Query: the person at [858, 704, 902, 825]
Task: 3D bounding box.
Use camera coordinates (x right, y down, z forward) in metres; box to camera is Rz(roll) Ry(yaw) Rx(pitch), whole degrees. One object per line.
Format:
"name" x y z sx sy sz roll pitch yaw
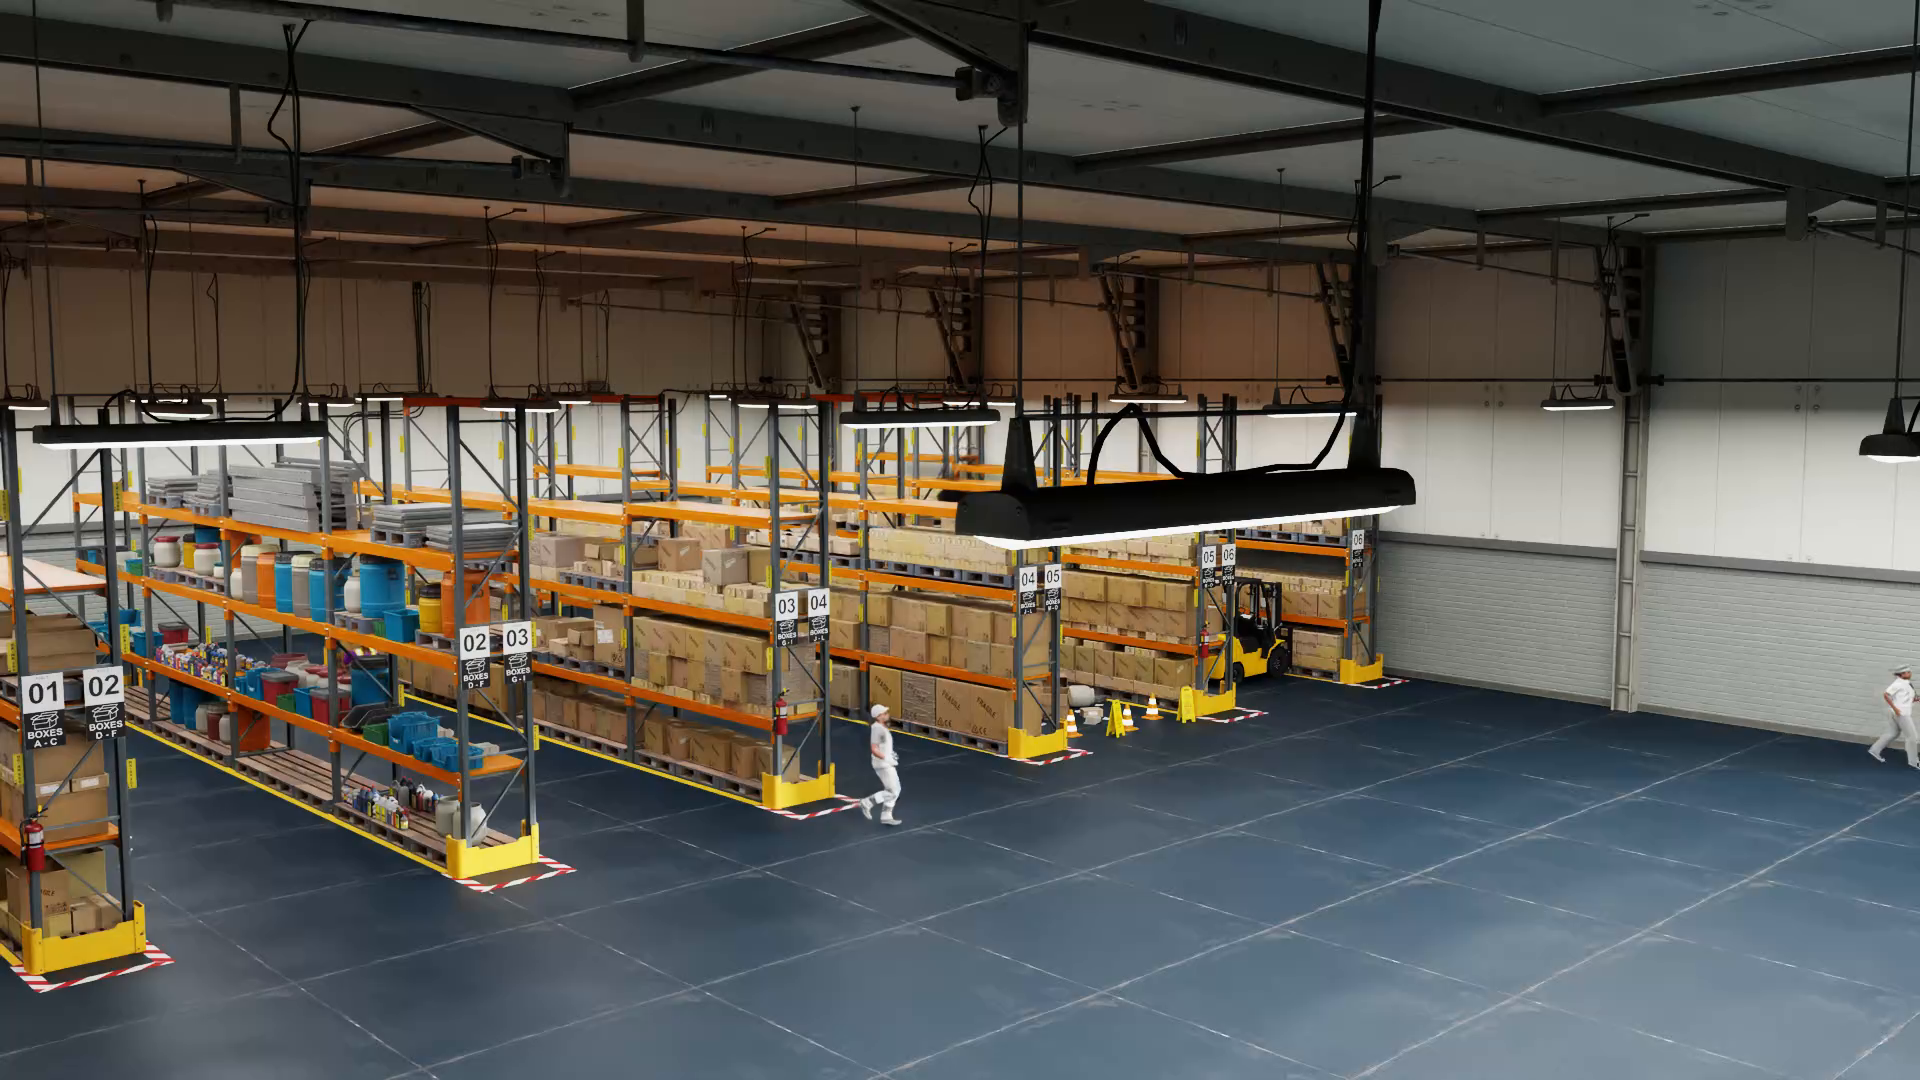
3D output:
"person" -1.138 3.192 23.583 0.622 1.737 0.675 0 6 -3

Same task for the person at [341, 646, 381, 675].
"person" -10.604 2.549 29.747 0.959 1.772 0.693 5 7 40

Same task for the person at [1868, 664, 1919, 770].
"person" 15.312 2.856 27.089 0.872 1.725 0.566 3 6 32

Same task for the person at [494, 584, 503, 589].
"person" -10.883 1.827 38.537 0.750 1.638 0.705 -3 6 -28
